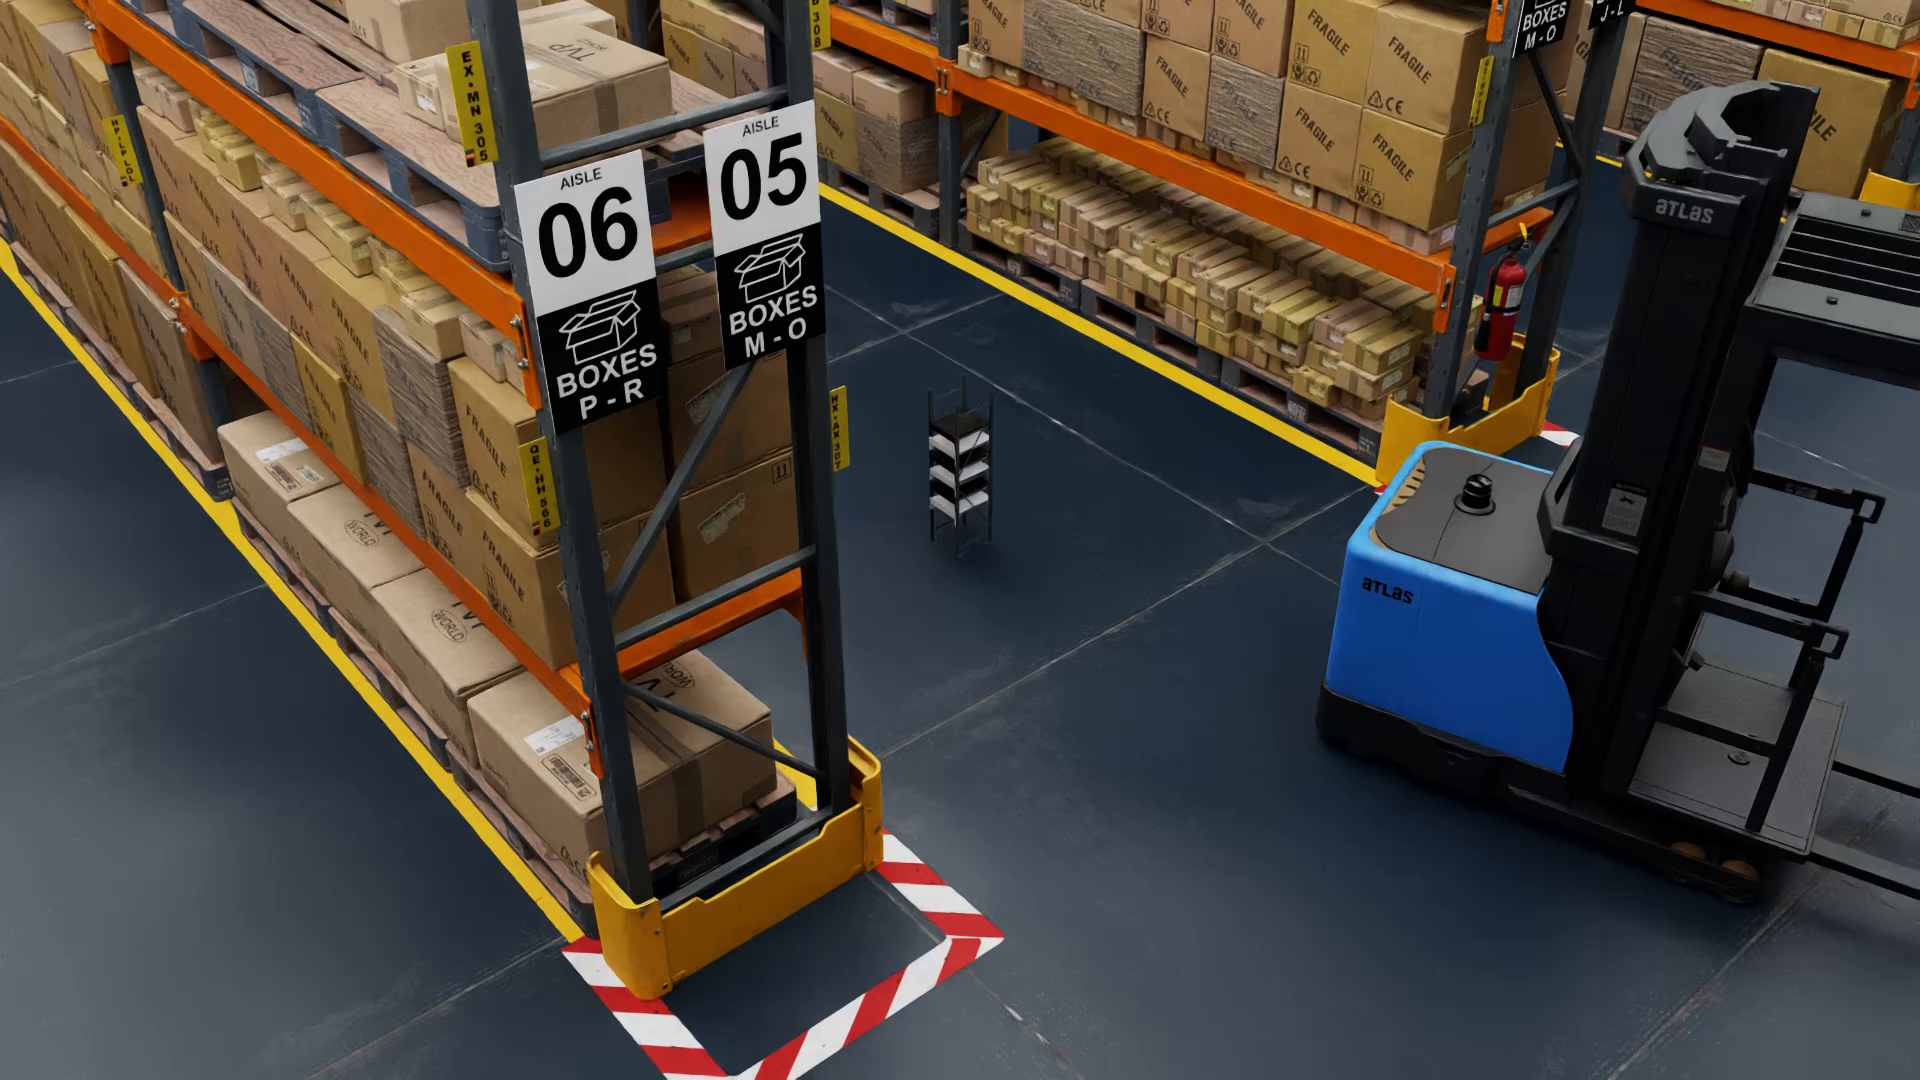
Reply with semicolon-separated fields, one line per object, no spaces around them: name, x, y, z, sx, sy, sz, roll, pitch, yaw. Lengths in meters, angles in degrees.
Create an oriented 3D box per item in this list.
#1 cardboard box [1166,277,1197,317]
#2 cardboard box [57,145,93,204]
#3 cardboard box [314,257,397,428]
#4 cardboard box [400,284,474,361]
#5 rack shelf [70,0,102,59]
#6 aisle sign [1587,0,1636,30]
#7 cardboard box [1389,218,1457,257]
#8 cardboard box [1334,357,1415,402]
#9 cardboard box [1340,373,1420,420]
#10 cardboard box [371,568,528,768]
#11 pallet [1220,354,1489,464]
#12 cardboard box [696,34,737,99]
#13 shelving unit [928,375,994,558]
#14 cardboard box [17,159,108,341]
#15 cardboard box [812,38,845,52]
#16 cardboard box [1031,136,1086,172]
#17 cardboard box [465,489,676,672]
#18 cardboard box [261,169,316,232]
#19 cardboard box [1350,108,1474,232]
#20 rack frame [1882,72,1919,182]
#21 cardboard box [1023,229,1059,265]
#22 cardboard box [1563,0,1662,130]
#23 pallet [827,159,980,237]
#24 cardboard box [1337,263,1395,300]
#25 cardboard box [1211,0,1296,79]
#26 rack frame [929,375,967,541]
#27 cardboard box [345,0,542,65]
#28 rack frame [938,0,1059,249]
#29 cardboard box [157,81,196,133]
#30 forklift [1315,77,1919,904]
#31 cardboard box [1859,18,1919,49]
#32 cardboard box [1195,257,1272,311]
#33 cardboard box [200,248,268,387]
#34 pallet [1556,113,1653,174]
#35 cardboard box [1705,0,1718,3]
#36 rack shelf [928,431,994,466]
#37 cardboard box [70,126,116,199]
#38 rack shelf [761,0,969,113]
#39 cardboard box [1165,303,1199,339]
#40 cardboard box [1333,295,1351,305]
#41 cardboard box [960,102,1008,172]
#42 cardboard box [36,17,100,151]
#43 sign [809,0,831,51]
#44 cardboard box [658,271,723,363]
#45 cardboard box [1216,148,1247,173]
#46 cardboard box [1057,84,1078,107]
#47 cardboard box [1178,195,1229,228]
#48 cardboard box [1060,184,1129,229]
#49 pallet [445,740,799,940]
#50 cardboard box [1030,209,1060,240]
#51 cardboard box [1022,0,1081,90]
cardboard box;1.468;-1.509;10.033;0.380;0.149;0.250;-24;42;-30
cardboard box;-4.559;-2.054;9.085;0.500;0.250;0.500;-27;44;-33
cardboard box;-2.027;-0.802;6.237;0.500;0.500;0.500;-26;43;-32
cardboard box;-1.655;-0.773;5.634;0.380;0.149;0.250;-26;43;-32
rack shelf;-4.729;-3.369;8.840;1.077;0.370;4.000;-26;43;-32
aisle sign;3.135;-2.821;7.790;0.394;0.787;0.004;-26;43;-32
cardboard box;2.433;-1.617;8.556;0.380;0.149;0.250;-26;43;-32
cardboard box;2.300;-0.937;9.224;0.380;0.149;0.250;-27;44;-33
cardboard box;2.360;-0.843;9.350;0.380;0.149;0.250;-25;42;-31
cardboard box;-1.957;0.429;7.303;0.875;0.438;0.875;-25;42;-31
pallet;2.313;-0.948;9.807;1.003;0.211;1.213;-26;43;-32
cardboard box;-1.715;-3.736;13.130;0.500;0.500;0.500;-25;43;-31
shelving unit;0.005;-0.364;8.386;0.258;0.900;0.210;-26;43;-32
cardboard box;-5.065;-1.895;10.206;0.875;0.875;0.875;-25;43;-31
cardboard box;-1.070;-3.598;12.287;0.500;0.250;0.500;-28;44;-34
cardboard box;0.706;-2.637;11.368;0.380;0.149;0.250;-25;42;-31
cardboard box;-1.371;0.055;5.891;0.500;0.500;0.500;-26;43;-32
cardboard box;-2.465;-1.354;6.454;0.380;0.149;0.250;-26;43;-32
cardboard box;2.372;-1.945;8.459;0.500;0.500;0.500;-25;42;-31
rack frame;6.713;-3.486;10.978;1.000;3.000;0.127;-26;43;-32
cardboard box;0.639;-1.966;10.935;0.380;0.149;0.250;-26;43;-32
cardboard box;5.077;-3.838;12.950;0.875;0.875;0.875;-26;43;-32
pallet;-0.226;-2.652;12.213;1.003;0.211;1.213;-26;43;-32
cardboard box;2.446;-1.525;9.798;0.380;0.149;0.250;-26;43;-32
cardboard box;1.704;-2.810;8.814;0.500;0.500;0.500;-24;42;-30
rack frame;-0.060;-0.409;8.449;0.240;0.900;0.006;-26;43;-32
cardboard box;-1.785;-1.869;5.727;0.500;0.311;0.500;-25;42;-31
rack frame;0.278;-3.447;10.922;1.000;3.000;0.127;-26;43;-32
cardboard box;-3.255;-1.926;7.262;0.380;0.149;0.250;-25;42;-31
forklift;3.104;-0.108;6.267;3.031;2.935;1.130;19;40;25
cardboard box;6.232;-3.418;11.099;0.380;0.149;0.250;-25;42;-31
cardboard box;1.607;-1.506;9.770;0.380;0.149;0.250;-24;42;-30
cardboard box;-3.014;-1.068;7.477;0.500;0.500;0.500;-26;43;-32
pallet;5.354;-3.210;13.001;1.003;0.211;1.213;-26;43;-32
cardboard box;5.404;-3.982;11.896;0.380;0.149;0.250;-26;43;-32
rack shelf;0.005;-0.483;8.301;0.258;0.077;0.200;-26;43;-32
cardboard box;-4.237;-2.020;8.606;0.500;0.250;0.500;-25;42;-31
rack shelf;-1.013;-4.036;12.377;1.077;0.370;4.000;-26;43;-32
cardboard box;1.469;-1.389;10.121;0.380;0.149;0.250;-25;42;-31
cardboard box;2.358;-1.354;9.814;0.380;0.149;0.250;-25;43;-31
cardboard box;0.003;-3.023;12.124;0.500;0.500;0.500;-24;42;-30
cardboard box;-4.258;-2.334;8.400;0.500;0.500;0.500;-25;42;-31
sign;-0.429;-1.607;4.905;0.100;0.325;0.005;-26;43;-32
cardboard box;-0.875;-0.763;5.621;0.380;0.149;0.250;-25;42;-31
cardboard box;1.669;-2.218;9.405;0.380;0.149;0.250;-28;44;-34
cardboard box;0.817;-2.790;10.213;0.380;0.149;0.250;-28;44;-34
cardboard box;1.604;-2.089;10.594;0.380;0.149;0.250;-28;44;-33
cardboard box;0.861;-2.124;10.644;0.380;0.149;0.250;-27;43;-33
pallet;-1.433;1.024;7.022;1.003;0.211;1.213;-26;43;-32
cardboard box;0.684;-2.124;10.901;0.380;0.149;0.250;-26;43;-32
cardboard box;0.729;-3.080;10.061;0.500;0.500;0.500;-26;43;-32
